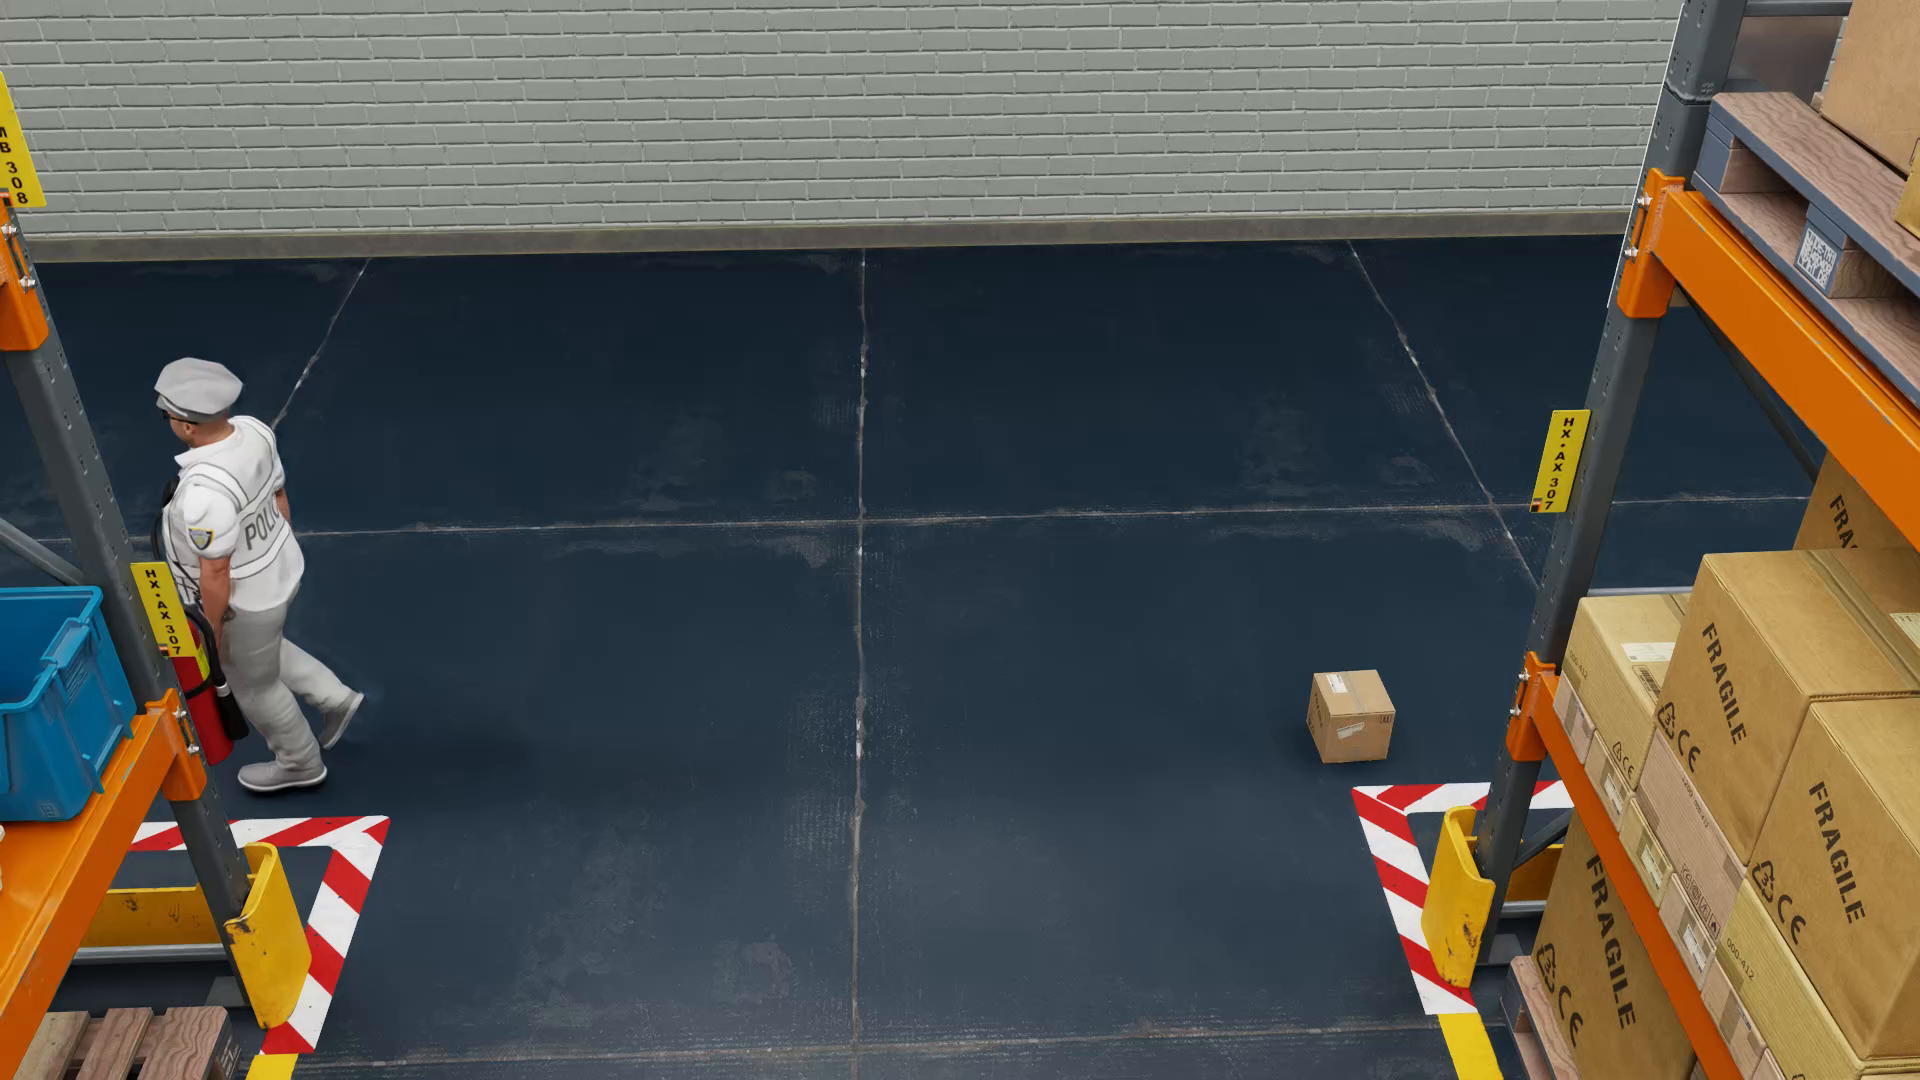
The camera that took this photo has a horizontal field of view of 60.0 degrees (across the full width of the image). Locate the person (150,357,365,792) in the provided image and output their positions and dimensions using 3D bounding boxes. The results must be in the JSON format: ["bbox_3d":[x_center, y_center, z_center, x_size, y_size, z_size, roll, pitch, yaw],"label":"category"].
[{"bbox_3d":[-2.513,0.161,5.860,0.487,1.780,0.534,-1,35,-1],"label":"person"}]
